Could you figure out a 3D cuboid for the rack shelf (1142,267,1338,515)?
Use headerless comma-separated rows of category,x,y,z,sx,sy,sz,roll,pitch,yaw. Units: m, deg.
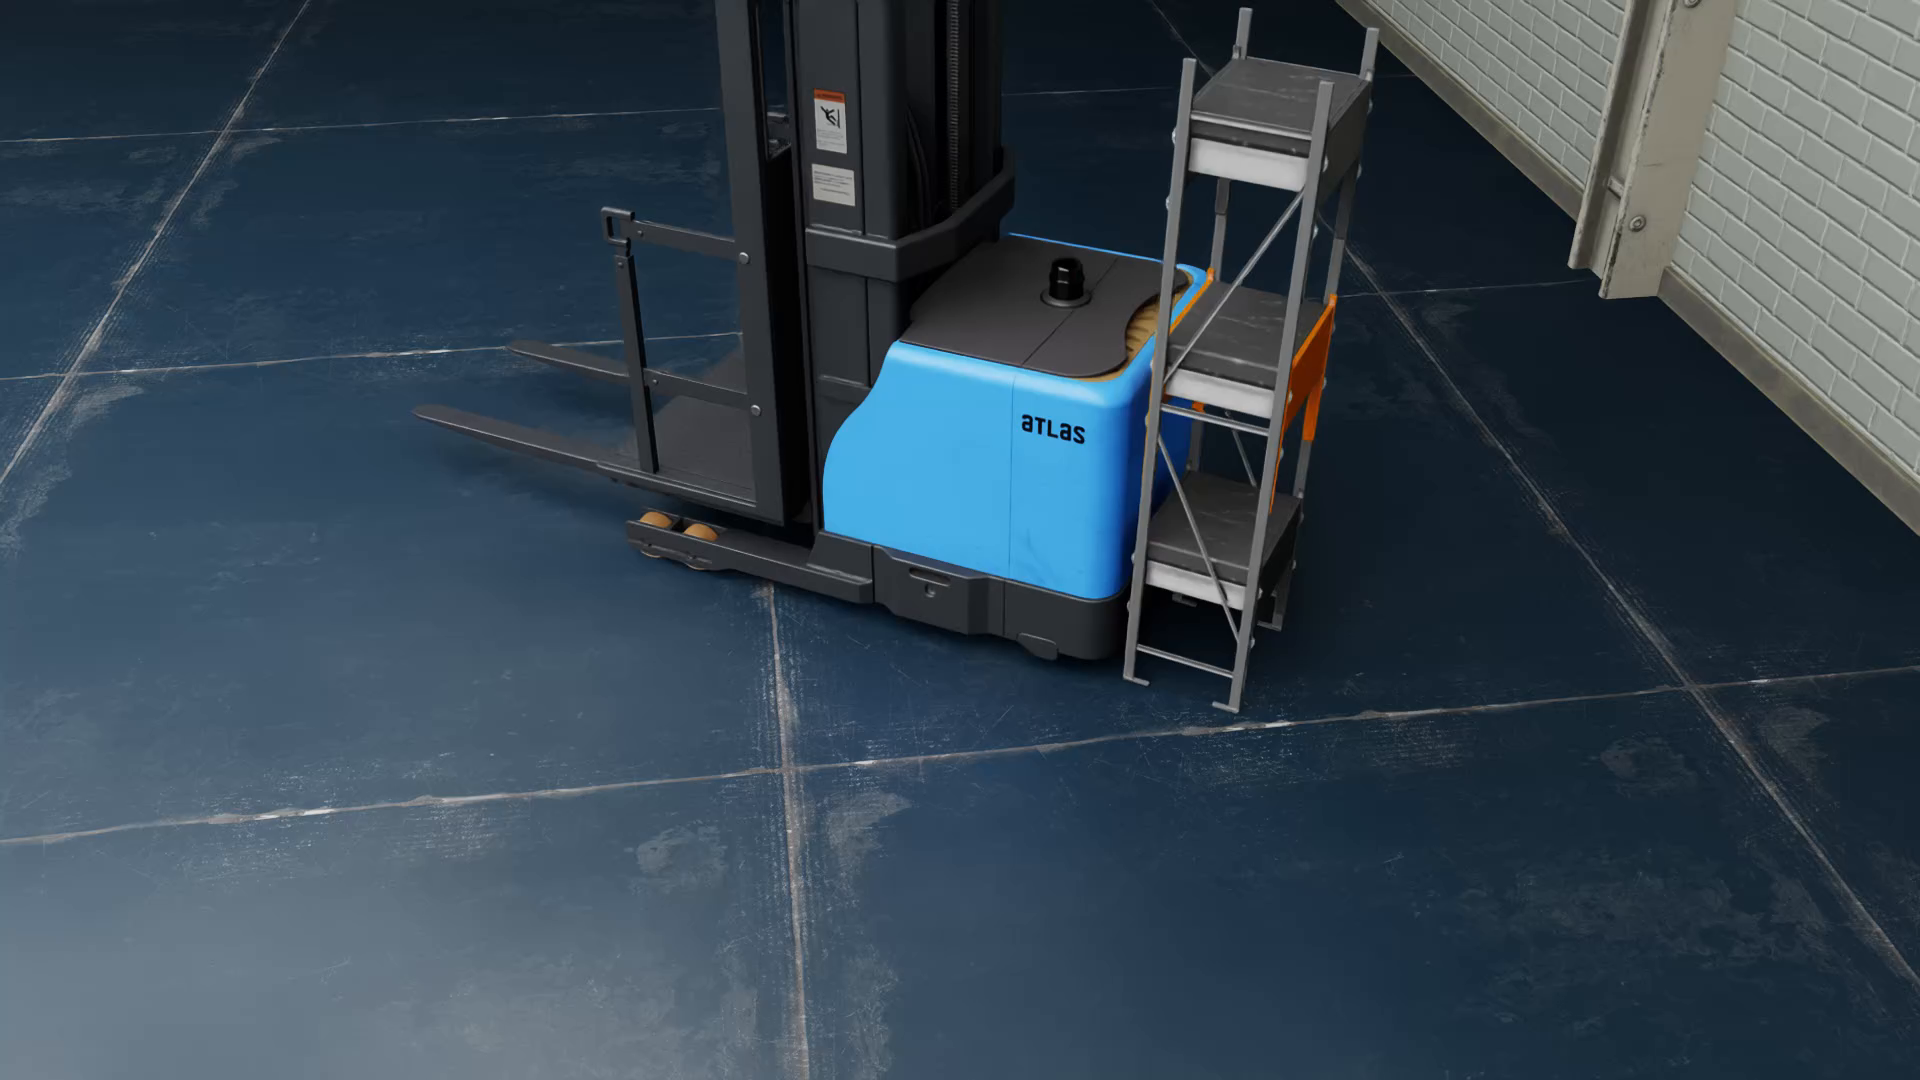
rack shelf,0.852,-0.463,5.080,0.431,0.518,0.480,16,37,20

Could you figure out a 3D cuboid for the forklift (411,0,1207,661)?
forklift,-0.668,-1.355,5.635,3.031,2.935,1.130,14,37,20

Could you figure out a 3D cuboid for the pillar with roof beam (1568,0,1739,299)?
pillar with roof beam,-1.070,-4.665,5.105,9.100,9.000,0.400,-4,35,-6

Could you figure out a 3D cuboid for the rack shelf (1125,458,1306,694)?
rack shelf,0.839,0.112,5.479,0.431,0.518,0.480,16,37,20

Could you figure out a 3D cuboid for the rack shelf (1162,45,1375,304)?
rack shelf,0.866,-1.037,4.680,0.431,0.518,0.480,16,37,20

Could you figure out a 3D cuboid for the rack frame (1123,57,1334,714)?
rack frame,0.748,-0.350,4.890,0.400,2.100,0.015,16,37,20

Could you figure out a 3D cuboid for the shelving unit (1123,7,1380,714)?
shelving unit,0.853,-0.474,5.072,0.431,2.100,0.503,16,37,20

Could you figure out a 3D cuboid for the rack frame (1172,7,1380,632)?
rack frame,0.957,-0.598,5.254,0.400,2.100,0.015,16,37,20
